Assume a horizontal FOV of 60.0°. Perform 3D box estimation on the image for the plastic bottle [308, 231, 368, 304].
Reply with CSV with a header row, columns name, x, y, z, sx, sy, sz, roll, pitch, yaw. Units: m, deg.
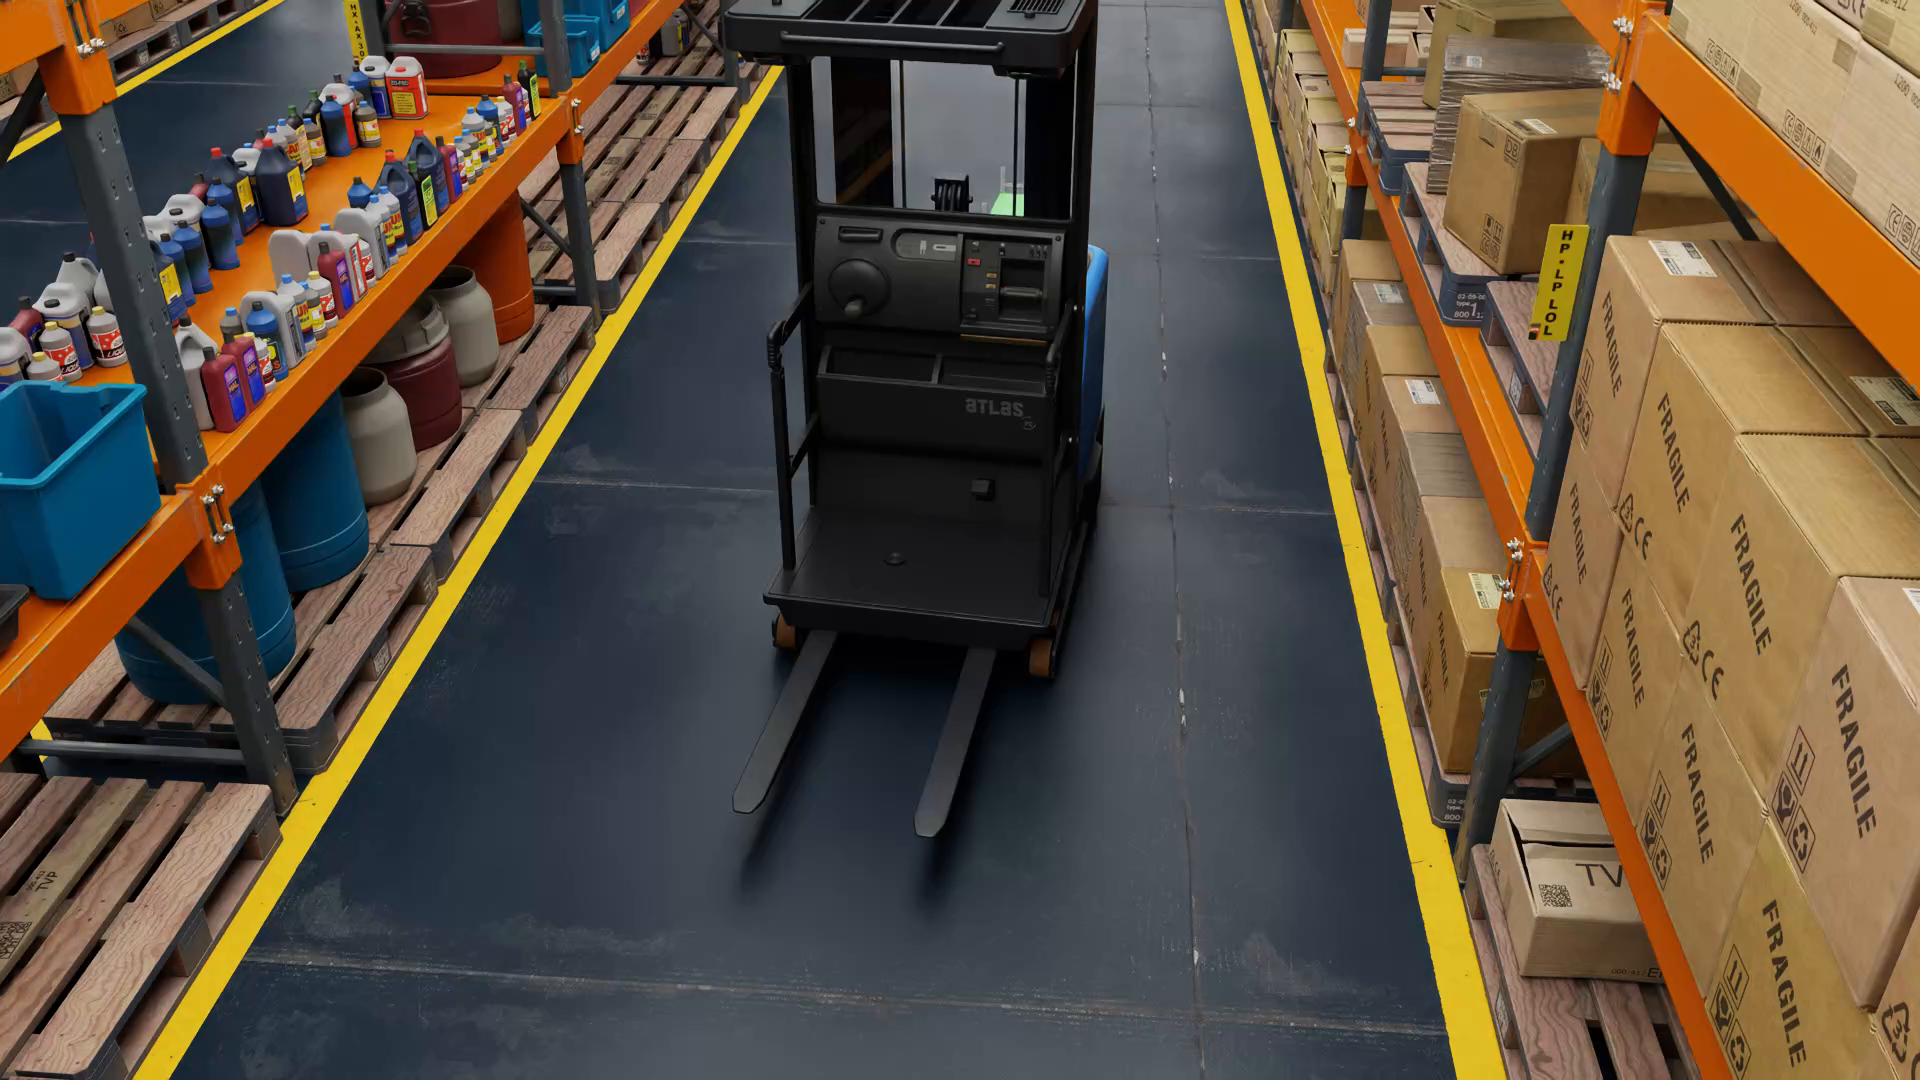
name,x,y,z,sx,sy,sz,roll,pitch,yaw
plastic bottle,-2.314,-1.031,6.182,0.152,0.276,0.135,2,32,4

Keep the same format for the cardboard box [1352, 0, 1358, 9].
name,x,y,z,sx,sy,sz,roll,pitch,yaw
cardboard box,2.619,-3.448,9.890,0.500,0.500,0.500,3,32,4

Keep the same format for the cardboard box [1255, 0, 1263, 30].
name,x,y,z,sx,sy,sz,roll,pitch,yaw
cardboard box,2.718,-4.388,13.732,0.500,0.250,0.500,2,32,4

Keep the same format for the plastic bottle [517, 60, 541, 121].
name,x,y,z,sx,sy,sz,roll,pitch,yaw
plastic bottle,-2.089,-2.186,8.049,0.061,0.283,0.133,2,32,4

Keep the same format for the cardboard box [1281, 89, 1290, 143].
name,x,y,z,sx,sy,sz,roll,pitch,yaw
cardboard box,2.458,-2.884,11.292,0.500,0.250,0.500,3,32,5

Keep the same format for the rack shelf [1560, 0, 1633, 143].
name,x,y,z,sx,sy,sz,roll,pitch,yaw
rack shelf,2.293,-2.177,5.750,1.077,0.370,4.000,2,32,4

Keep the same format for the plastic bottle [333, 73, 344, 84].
name,x,y,z,sx,sy,sz,roll,pitch,yaw
plastic bottle,-2.911,-2.033,7.802,0.061,0.283,0.133,2,32,4

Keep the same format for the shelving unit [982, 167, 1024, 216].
name,x,y,z,sx,sy,sz,roll,pitch,yaw
shelving unit,0.265,-1.102,7.894,0.258,1.200,0.503,6,32,9

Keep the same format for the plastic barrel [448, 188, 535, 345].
name,x,y,z,sx,sy,sz,roll,pitch,yaw
plastic barrel,-2.504,-1.464,8.434,0.600,0.830,0.708,2,32,4

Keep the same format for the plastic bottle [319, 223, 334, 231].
name,x,y,z,sx,sy,sz,roll,pitch,yaw
plastic bottle,-2.421,-1.116,6.391,0.097,0.201,0.097,0,32,0

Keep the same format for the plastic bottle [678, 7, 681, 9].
name,x,y,z,sx,sy,sz,roll,pitch,yaw
plastic bottle,-2.244,-4.215,13.401,0.061,0.283,0.133,2,32,4

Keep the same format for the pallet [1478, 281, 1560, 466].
name,x,y,z,sx,sy,sz,roll,pitch,yaw
pallet,2.304,-0.492,5.372,1.003,0.211,1.213,2,32,4

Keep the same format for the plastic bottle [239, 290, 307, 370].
name,x,y,z,sx,sy,sz,roll,pitch,yaw
plastic bottle,-2.360,-0.738,5.707,0.152,0.276,0.135,2,32,4

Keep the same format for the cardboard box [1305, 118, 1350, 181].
name,x,y,z,sx,sy,sz,roll,pitch,yaw
cardboard box,2.332,-2.319,9.840,0.500,0.311,0.500,2,32,4

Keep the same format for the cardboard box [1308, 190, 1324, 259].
name,x,y,z,sx,sy,sz,roll,pitch,yaw
cardboard box,2.294,-1.815,9.557,0.500,0.250,0.500,2,32,3

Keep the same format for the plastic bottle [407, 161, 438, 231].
name,x,y,z,sx,sy,sz,roll,pitch,yaw
plastic bottle,-2.208,-1.422,6.810,0.061,0.283,0.133,2,32,4

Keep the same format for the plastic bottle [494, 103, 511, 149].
name,x,y,z,sx,sy,sz,roll,pitch,yaw
plastic bottle,-2.143,-1.920,7.696,0.097,0.201,0.097,0,32,0

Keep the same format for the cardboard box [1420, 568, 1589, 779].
name,x,y,z,sx,sy,sz,roll,pitch,yaw
cardboard box,1.884,0.446,5.630,0.500,0.500,0.500,2,32,4

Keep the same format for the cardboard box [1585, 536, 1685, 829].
name,x,y,z,sx,sy,sz,roll,pitch,yaw
cardboard box,1.778,0.320,3.777,0.500,0.500,0.500,3,32,5

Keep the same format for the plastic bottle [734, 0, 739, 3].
name,x,y,z,sx,sy,sz,roll,pitch,yaw
plastic bottle,-1.776,-4.303,13.551,0.152,0.276,0.135,2,32,4

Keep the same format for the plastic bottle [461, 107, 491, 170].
name,x,y,z,sx,sy,sz,roll,pitch,yaw
plastic bottle,-2.167,-1.797,7.430,0.097,0.271,0.097,0,32,0

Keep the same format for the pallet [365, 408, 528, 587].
name,x,y,z,sx,sy,sz,roll,pitch,yaw
pallet,-2.606,-0.228,7.419,1.003,0.211,1.213,2,32,4

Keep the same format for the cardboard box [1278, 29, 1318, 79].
name,x,y,z,sx,sy,sz,roll,pitch,yaw
cardboard box,2.499,-3.385,11.570,0.500,0.311,0.500,3,32,4

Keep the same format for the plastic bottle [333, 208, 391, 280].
name,x,y,z,sx,sy,sz,roll,pitch,yaw
plastic bottle,-2.295,-1.152,6.379,0.152,0.276,0.135,2,32,4

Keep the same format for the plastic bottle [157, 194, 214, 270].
name,x,y,z,sx,sy,sz,roll,pitch,yaw
plastic bottle,-2.996,-1.187,6.436,0.152,0.276,0.135,2,32,4

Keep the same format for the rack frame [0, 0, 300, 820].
name,x,y,z,sx,sy,sz,roll,pitch,yaw
rack frame,-2.807,-0.374,4.998,1.000,3.000,0.127,2,32,4

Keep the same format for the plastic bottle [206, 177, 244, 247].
name,x,y,z,sx,sy,sz,roll,pitch,yaw
plastic bottle,-2.943,-1.314,6.646,0.097,0.271,0.097,0,32,0

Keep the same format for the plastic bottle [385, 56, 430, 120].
name,x,y,z,sx,sy,sz,roll,pitch,yaw
plastic bottle,-2.687,-2.194,8.069,0.152,0.276,0.135,2,32,4

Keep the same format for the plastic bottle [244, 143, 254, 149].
name,x,y,z,sx,sy,sz,roll,pitch,yaw
plastic bottle,-2.969,-1.535,7.004,0.097,0.271,0.097,0,32,0

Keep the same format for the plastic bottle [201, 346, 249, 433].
name,x,y,z,sx,sy,sz,roll,pitch,yaw
plastic bottle,-2.352,-0.498,5.310,0.061,0.283,0.133,2,32,4

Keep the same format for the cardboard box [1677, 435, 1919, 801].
name,x,y,z,sx,sy,sz,roll,pitch,yaw
cardboard box,1.727,0.144,3.108,0.500,0.500,0.500,2,32,3

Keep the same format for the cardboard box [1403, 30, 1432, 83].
name,x,y,z,sx,sy,sz,roll,pitch,yaw
cardboard box,2.529,-2.402,8.374,0.500,0.311,0.500,4,32,7

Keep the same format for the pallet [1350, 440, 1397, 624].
name,x,y,z,sx,sy,sz,roll,pitch,yaw
pallet,2.255,-0.040,7.113,1.003,0.211,1.213,2,32,4

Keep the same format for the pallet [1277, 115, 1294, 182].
name,x,y,z,sx,sy,sz,roll,pitch,yaw
pallet,2.760,-2.770,11.543,1.003,0.211,1.213,2,32,4

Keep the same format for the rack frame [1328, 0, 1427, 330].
name,x,y,z,sx,sy,sz,roll,pitch,yaw
rack frame,2.455,-2.252,8.045,1.000,3.000,0.127,2,32,4

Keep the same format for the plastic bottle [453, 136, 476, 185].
name,x,y,z,sx,sy,sz,roll,pitch,yaw
plastic bottle,-2.183,-1.665,7.283,0.097,0.201,0.097,0,32,0

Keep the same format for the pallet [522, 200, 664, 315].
name,x,y,z,sx,sy,sz,roll,pitch,yaw
pallet,-2.380,-1.682,9.778,1.003,0.211,1.213,2,32,4

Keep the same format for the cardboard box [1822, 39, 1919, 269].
name,x,y,z,sx,sy,sz,roll,pitch,yaw
cardboard box,1.757,-0.607,2.660,0.500,0.250,0.500,2,32,4

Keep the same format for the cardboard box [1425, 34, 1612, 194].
name,x,y,z,sx,sy,sz,roll,pitch,yaw
cardboard box,2.252,-1.669,6.604,0.700,0.500,0.500,8,33,13

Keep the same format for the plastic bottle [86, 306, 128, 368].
name,x,y,z,sx,sy,sz,roll,pitch,yaw
plastic bottle,-2.941,-0.705,5.724,0.097,0.201,0.097,0,32,0

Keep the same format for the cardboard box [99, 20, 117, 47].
name,x,y,z,sx,sy,sz,roll,pitch,yaw
cardboard box,-7.020,-4.091,13.011,0.500,0.500,0.500,2,32,2

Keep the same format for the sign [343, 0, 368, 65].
name,x,y,z,sx,sy,sz,roll,pitch,yaw
sign,-3.030,-2.555,8.381,0.100,0.325,0.005,2,32,4

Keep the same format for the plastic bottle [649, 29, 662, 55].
name,x,y,z,sx,sy,sz,roll,pitch,yaw
plastic bottle,-2.390,-3.966,12.931,0.144,0.351,0.185,2,32,3

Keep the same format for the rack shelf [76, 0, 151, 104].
name,x,y,z,sx,sy,sz,roll,pitch,yaw
rack shelf,-2.644,-2.390,6.096,1.077,0.370,4.000,2,32,4

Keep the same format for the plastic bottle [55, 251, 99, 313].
name,x,y,z,sx,sy,sz,roll,pitch,yaw
plastic bottle,-3.058,-0.847,5.813,0.144,0.351,0.185,2,32,4

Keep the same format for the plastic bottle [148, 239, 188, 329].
name,x,y,z,sx,sy,sz,roll,pitch,yaw
plastic bottle,-2.899,-0.938,5.960,0.144,0.351,0.185,2,32,4

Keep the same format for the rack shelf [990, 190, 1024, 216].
name,x,y,z,sx,sy,sz,roll,pitch,yaw
rack shelf,0.265,-1.456,7.676,0.258,0.148,0.480,6,32,9

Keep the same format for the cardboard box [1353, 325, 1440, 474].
name,x,y,z,sx,sy,sz,roll,pitch,yaw
cardboard box,2.051,-0.613,7.349,0.500,0.500,0.500,2,32,3

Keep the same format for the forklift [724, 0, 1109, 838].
name,x,y,z,sx,sy,sz,roll,pitch,yaw
forklift,-0.120,-0.925,5.957,1.130,2.935,3.031,6,32,9

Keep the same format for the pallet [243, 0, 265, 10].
name,x,y,z,sx,sy,sz,roll,pitch,yaw
pallet,-6.874,-5.210,15.503,1.003,0.211,1.213,2,32,4

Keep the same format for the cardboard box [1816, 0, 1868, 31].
name,x,y,z,sx,sy,sz,roll,pitch,yaw
cardboard box,1.804,-1.081,2.953,0.500,0.250,0.500,2,32,4

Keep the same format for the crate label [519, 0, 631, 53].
name,x,y,z,sx,sy,sz,roll,pitch,yaw
crate label,-2.131,-2.988,9.206,0.502,0.435,0.616,2,32,4

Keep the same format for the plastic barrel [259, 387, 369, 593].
name,x,y,z,sx,sy,sz,roll,pitch,yaw
plastic barrel,-2.688,-0.313,6.499,0.600,0.901,0.708,2,32,4

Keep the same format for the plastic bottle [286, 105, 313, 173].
name,x,y,z,sx,sy,sz,roll,pitch,yaw
plastic bottle,-2.952,-1.773,7.378,0.061,0.283,0.133,2,32,4
